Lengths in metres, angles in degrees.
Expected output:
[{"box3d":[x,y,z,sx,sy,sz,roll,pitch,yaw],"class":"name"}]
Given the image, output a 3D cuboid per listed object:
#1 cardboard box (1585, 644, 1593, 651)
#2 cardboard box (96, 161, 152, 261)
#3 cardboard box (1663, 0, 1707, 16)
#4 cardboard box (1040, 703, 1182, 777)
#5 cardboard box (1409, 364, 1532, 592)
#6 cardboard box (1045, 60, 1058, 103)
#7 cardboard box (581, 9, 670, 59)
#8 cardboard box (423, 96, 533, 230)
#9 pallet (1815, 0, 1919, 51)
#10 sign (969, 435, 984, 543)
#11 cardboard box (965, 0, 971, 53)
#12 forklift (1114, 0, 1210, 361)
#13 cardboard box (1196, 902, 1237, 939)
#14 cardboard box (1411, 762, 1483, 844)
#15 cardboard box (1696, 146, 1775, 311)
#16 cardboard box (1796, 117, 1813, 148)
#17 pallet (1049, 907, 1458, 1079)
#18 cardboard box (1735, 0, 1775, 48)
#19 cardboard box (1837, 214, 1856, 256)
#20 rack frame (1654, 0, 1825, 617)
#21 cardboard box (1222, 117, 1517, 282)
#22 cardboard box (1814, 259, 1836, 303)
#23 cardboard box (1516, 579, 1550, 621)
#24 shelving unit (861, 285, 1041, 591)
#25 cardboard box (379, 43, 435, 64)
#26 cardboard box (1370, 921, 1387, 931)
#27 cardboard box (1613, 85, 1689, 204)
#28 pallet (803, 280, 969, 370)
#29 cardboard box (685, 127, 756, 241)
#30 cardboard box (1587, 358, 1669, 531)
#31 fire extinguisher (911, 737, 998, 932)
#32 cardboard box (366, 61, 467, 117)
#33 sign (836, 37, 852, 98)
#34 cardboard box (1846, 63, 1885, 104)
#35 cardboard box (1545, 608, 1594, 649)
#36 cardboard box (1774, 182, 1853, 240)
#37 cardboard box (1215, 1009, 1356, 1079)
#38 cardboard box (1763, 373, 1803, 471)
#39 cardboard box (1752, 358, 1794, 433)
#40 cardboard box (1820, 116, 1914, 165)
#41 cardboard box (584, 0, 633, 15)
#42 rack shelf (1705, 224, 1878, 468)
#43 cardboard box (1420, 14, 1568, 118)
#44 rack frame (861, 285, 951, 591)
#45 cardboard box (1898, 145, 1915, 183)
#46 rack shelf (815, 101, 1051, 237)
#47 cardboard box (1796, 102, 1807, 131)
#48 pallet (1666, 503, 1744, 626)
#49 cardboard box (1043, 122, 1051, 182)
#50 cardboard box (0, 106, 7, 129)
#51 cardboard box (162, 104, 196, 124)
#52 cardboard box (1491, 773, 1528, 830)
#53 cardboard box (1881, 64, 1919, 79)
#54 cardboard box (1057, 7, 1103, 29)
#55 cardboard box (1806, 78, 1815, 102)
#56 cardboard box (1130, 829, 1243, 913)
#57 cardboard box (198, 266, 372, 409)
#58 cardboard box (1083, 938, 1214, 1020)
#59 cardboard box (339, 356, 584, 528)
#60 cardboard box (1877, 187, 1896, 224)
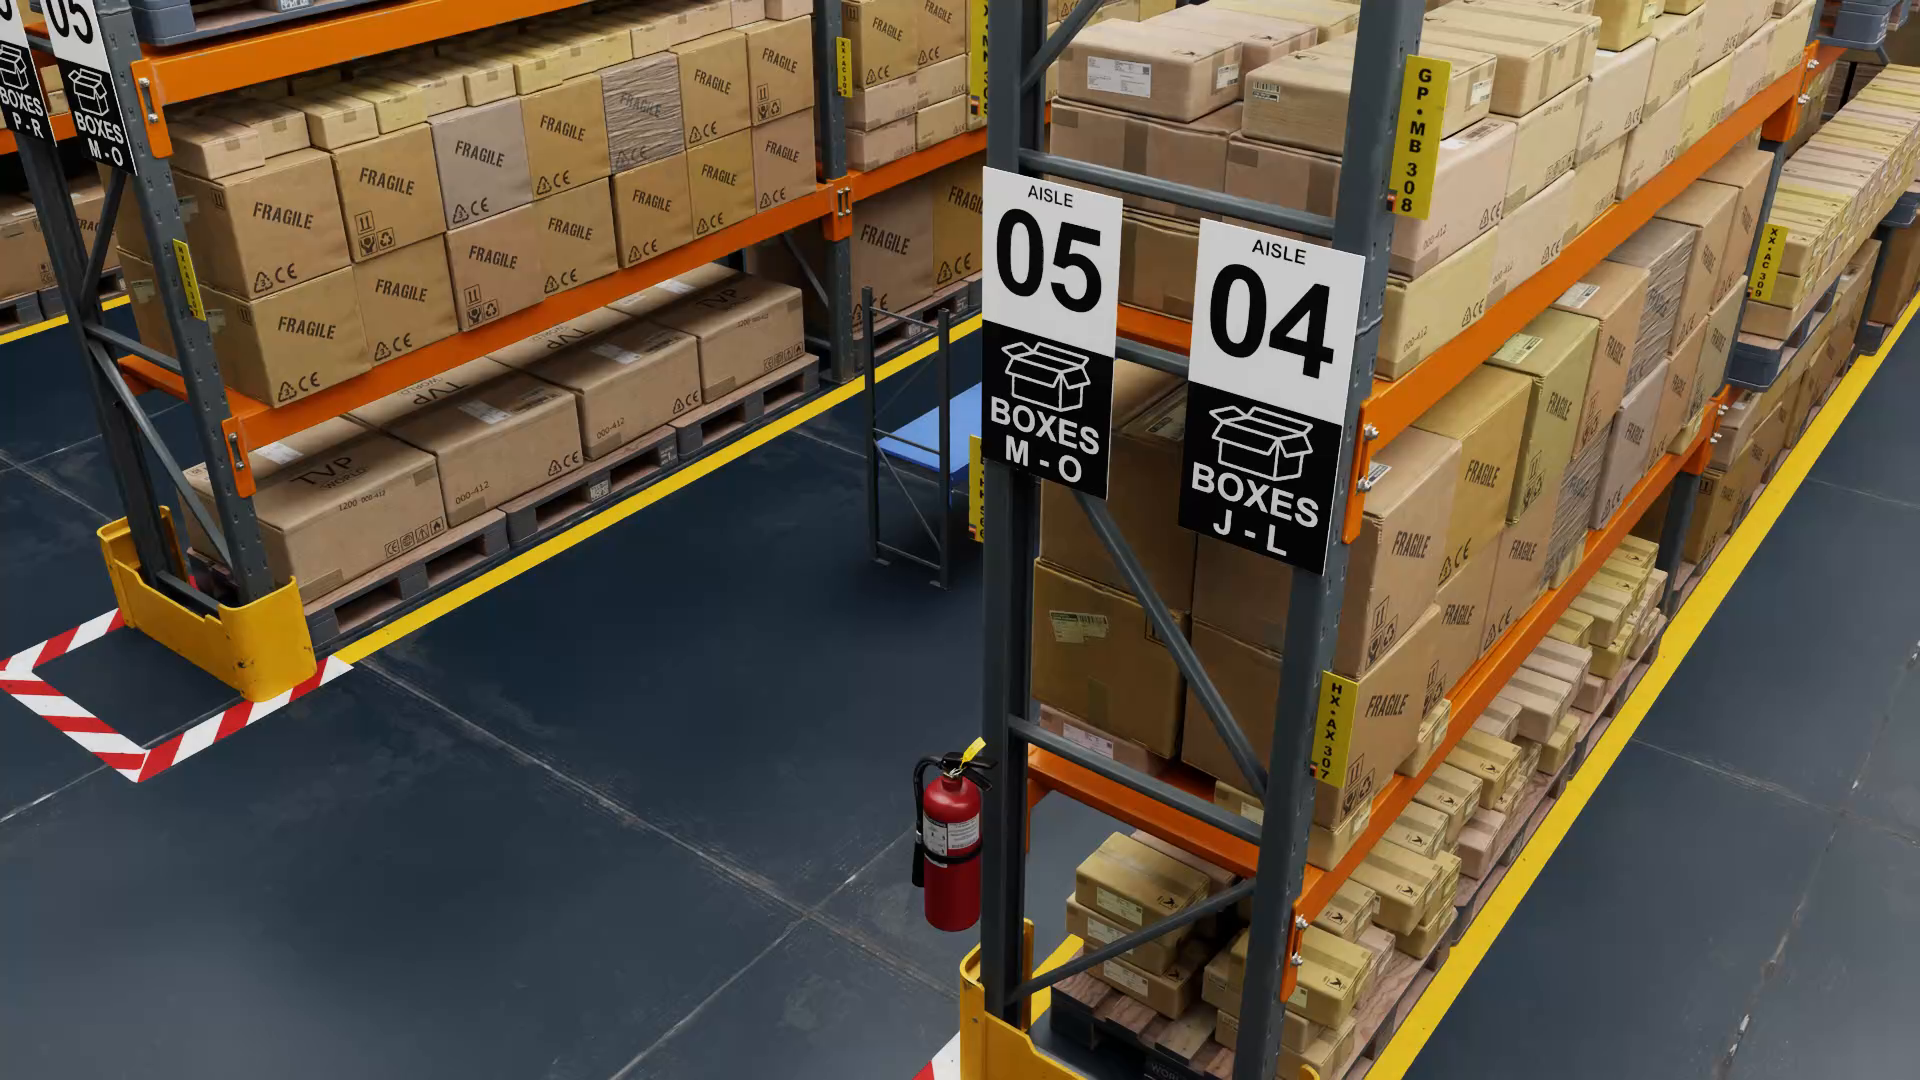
[{"box3d":[2.444,0.499,7.058,0.380,0.149,0.250,21,37,32],"class":"cardboard box"},{"box3d":[-3.409,-1.543,7.333,0.500,0.500,0.500,22,37,33],"class":"cardboard box"},{"box3d":[2.044,-1.703,5.005,0.380,0.149,0.250,20,36,30],"class":"cardboard box"},{"box3d":[0.469,0.570,5.093,0.380,0.149,0.250,21,37,31],"class":"cardboard box"},{"box3d":[1.279,-0.228,4.821,0.500,0.500,0.500,22,37,33],"class":"cardboard box"},{"box3d":[0.323,-3.075,11.143,0.500,0.250,0.500,20,36,31],"class":"cardboard box"},{"box3d":[-1.693,-2.563,8.417,0.380,0.149,0.250,21,36,31],"class":"cardboard box"},{"box3d":[-2.383,-1.805,7.775,0.500,0.500,0.500,21,36,31],"class":"cardboard box"},{"box3d":[3.369,-2.372,7.053,1.213,0.211,1.003,21,37,31],"class":"pallet"},{"box3d":[0.067,-0.132,4.584,0.100,0.325,0.005,21,37,31],"class":"sign"},{"box3d":[-0.011,-3.409,10.481,0.500,0.500,0.500,20,36,30],"class":"cardboard box"},{"box3d":[2.068,-2.414,9.948,1.130,2.935,3.031,25,39,35],"class":"forklift"},{"box3d":[0.789,1.207,5.864,0.380,0.149,0.250,20,36,30],"class":"cardboard box"},{"box3d":[1.668,0.915,6.065,0.380,0.149,0.250,23,37,33],"class":"cardboard box"},{"box3d":[2.844,-1.271,6.583,0.500,0.500,0.500,20,36,30],"class":"cardboard box"},{"box3d":[4.733,-2.414,9.716,0.380,0.149,0.250,23,38,34],"class":"cardboard box"},{"box3d":[1.062,1.531,5.960,1.003,0.211,1.213,21,37,31],"class":"pallet"},{"box3d":[2.512,-1.912,5.748,0.500,0.250,0.500,19,36,29],"class":"cardboard box"},{"box3d":[3.983,-1.481,7.849,0.380,0.149,0.250,19,36,29],"class":"cardboard box"},{"box3d":[2.912,-0.945,7.402,1.000,3.000,0.127,21,37,31],"class":"rack frame"},{"box3d":[0.975,-0.862,3.977,0.500,0.250,0.500,22,37,32],"class":"cardboard box"},{"box3d":[3.833,-1.251,7.753,0.380,0.149,0.250,21,37,32],"class":"cardboard box"},{"box3d":[1.855,0.109,5.871,0.380,0.149,0.250,23,37,33],"class":"cardboard box"},{"box3d":[0.051,-0.680,8.426,0.538,1.500,1.048,21,37,31],"class":"shelving unit"},{"box3d":[-2.727,-2.296,7.967,0.380,0.149,0.250,22,37,32],"class":"cardboard box"},{"box3d":[1.306,1.245,5.800,0.380,0.149,0.250,22,37,32],"class":"cardboard box"},{"box3d":[1.914,-1.281,5.174,0.500,0.250,0.500,21,37,31],"class":"cardboard box"},{"box3d":[-0.690,-1.564,11.182,1.003,0.211,1.213,21,37,31],"class":"pallet"},{"box3d":[-1.478,-1.992,9.071,0.500,0.500,0.500,20,36,30],"class":"cardboard box"},{"box3d":[2.229,-0.419,6.126,0.500,0.500,0.500,21,37,31],"class":"cardboard box"},{"box3d":[-0.023,0.835,4.840,0.296,0.674,0.183,21,37,31],"class":"fire extinguisher"},{"box3d":[-2.465,-2.047,7.546,0.380,0.149,0.250,22,37,32],"class":"cardboard box"},{"box3d":[-0.652,-2.663,9.375,0.100,0.325,0.005,21,37,31],"class":"sign"},{"box3d":[5.812,-2.713,10.287,0.500,0.500,0.500,22,37,32],"class":"cardboard box"},{"box3d":[2.418,0.371,6.983,0.380,0.149,0.250,22,37,33],"class":"cardboard box"},{"box3d":[3.836,-1.510,7.607,0.380,0.149,0.250,21,37,32],"class":"cardboard box"},{"box3d":[1.069,1.613,5.471,0.380,0.149,0.250,22,37,32],"class":"cardboard box"},{"box3d":[4.193,-0.701,9.031,0.500,0.500,0.500,22,37,32],"class":"cardboard box"},{"box3d":[3.888,-0.809,8.477,0.500,0.250,0.500,22,37,33],"class":"cardboard box"},{"box3d":[4.614,-2.034,8.490,0.380,0.149,0.250,23,38,34],"class":"cardboard box"},{"box3d":[-1.955,-2.822,8.855,0.380,0.149,0.250,21,36,31],"class":"cardboard box"},{"box3d":[4.119,-1.448,8.957,1.077,0.370,4.000,21,37,31],"class":"rack shelf"},{"box3d":[1.264,-1.179,4.120,0.380,0.149,0.250,21,37,31],"class":"cardboard box"},{"box3d":[-0.255,-0.473,8.077,0.500,1.500,0.032,21,37,31],"class":"rack frame"},{"box3d":[4.771,-2.011,8.744,0.380,0.149,0.250,21,36,31],"class":"cardboard box"},{"box3d":[0.112,-2.930,11.458,1.077,0.370,4.000,21,37,31],"class":"rack shelf"},{"box3d":[4.554,-2.416,9.427,0.380,0.149,0.250,20,36,30],"class":"cardboard box"},{"box3d":[3.380,-0.062,8.647,1.003,0.211,1.213,21,37,31],"class":"pallet"},{"box3d":[0.294,-2.703,12.041,0.875,0.875,0.875,22,37,32],"class":"cardboard box"},{"box3d":[-6.235,-2.777,10.739,0.380,0.149,0.250,20,36,30],"class":"cardboard box"},{"box3d":[-3.453,-1.761,7.064,0.380,0.149,0.250,22,37,32],"class":"cardboard box"},{"box3d":[1.992,0.980,6.539,0.380,0.149,0.250,21,37,31],"class":"cardboard box"},{"box3d":[5.396,-2.559,9.376,0.380,0.149,0.250,20,36,29],"class":"cardboard box"},{"box3d":[0.630,-3.504,11.378,0.500,0.250,0.500,20,36,30],"class":"cardboard box"},{"box3d":[4.581,-2.562,9.382,0.380,0.149,0.250,21,37,31],"class":"cardboard box"},{"box3d":[0.812,1.094,5.763,0.380,0.149,0.250,22,37,32],"class":"cardboard box"},{"box3d":[-2.992,-0.951,7.314,0.500,0.500,0.500,21,36,31],"class":"cardboard box"},{"box3d":[0.649,1.449,5.747,0.380,0.149,0.250,22,37,32],"class":"cardboard box"},{"box3d":[-2.646,-0.553,8.842,0.875,0.438,0.875,22,37,33],"class":"cardboard box"},{"box3d":[4.617,-1.781,8.648,0.380,0.149,0.250,22,37,33],"class":"cardboard box"}]
